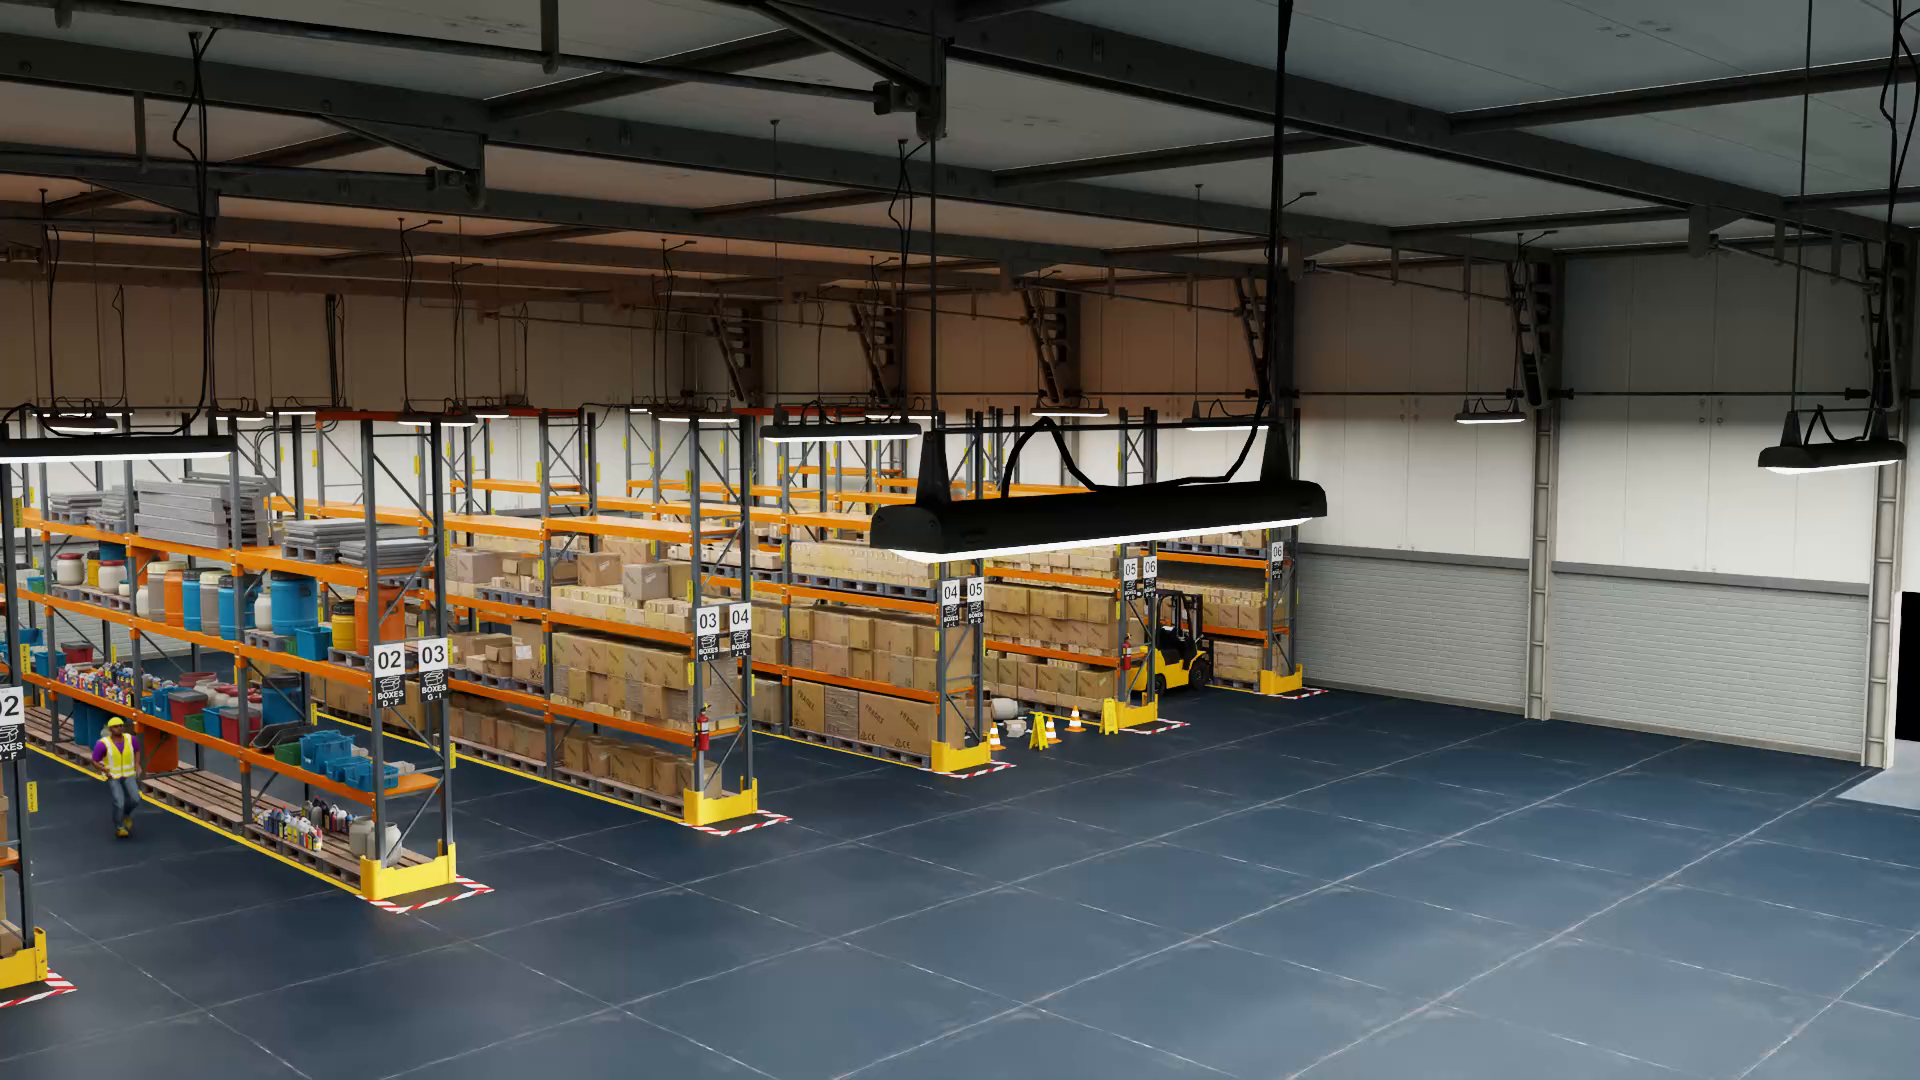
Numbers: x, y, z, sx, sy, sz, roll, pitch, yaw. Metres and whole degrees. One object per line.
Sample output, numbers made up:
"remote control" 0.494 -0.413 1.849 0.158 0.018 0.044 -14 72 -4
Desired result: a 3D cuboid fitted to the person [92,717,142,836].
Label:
"person" -11.946 3.369 23.667 0.674 1.721 0.569 -5 7 -44
